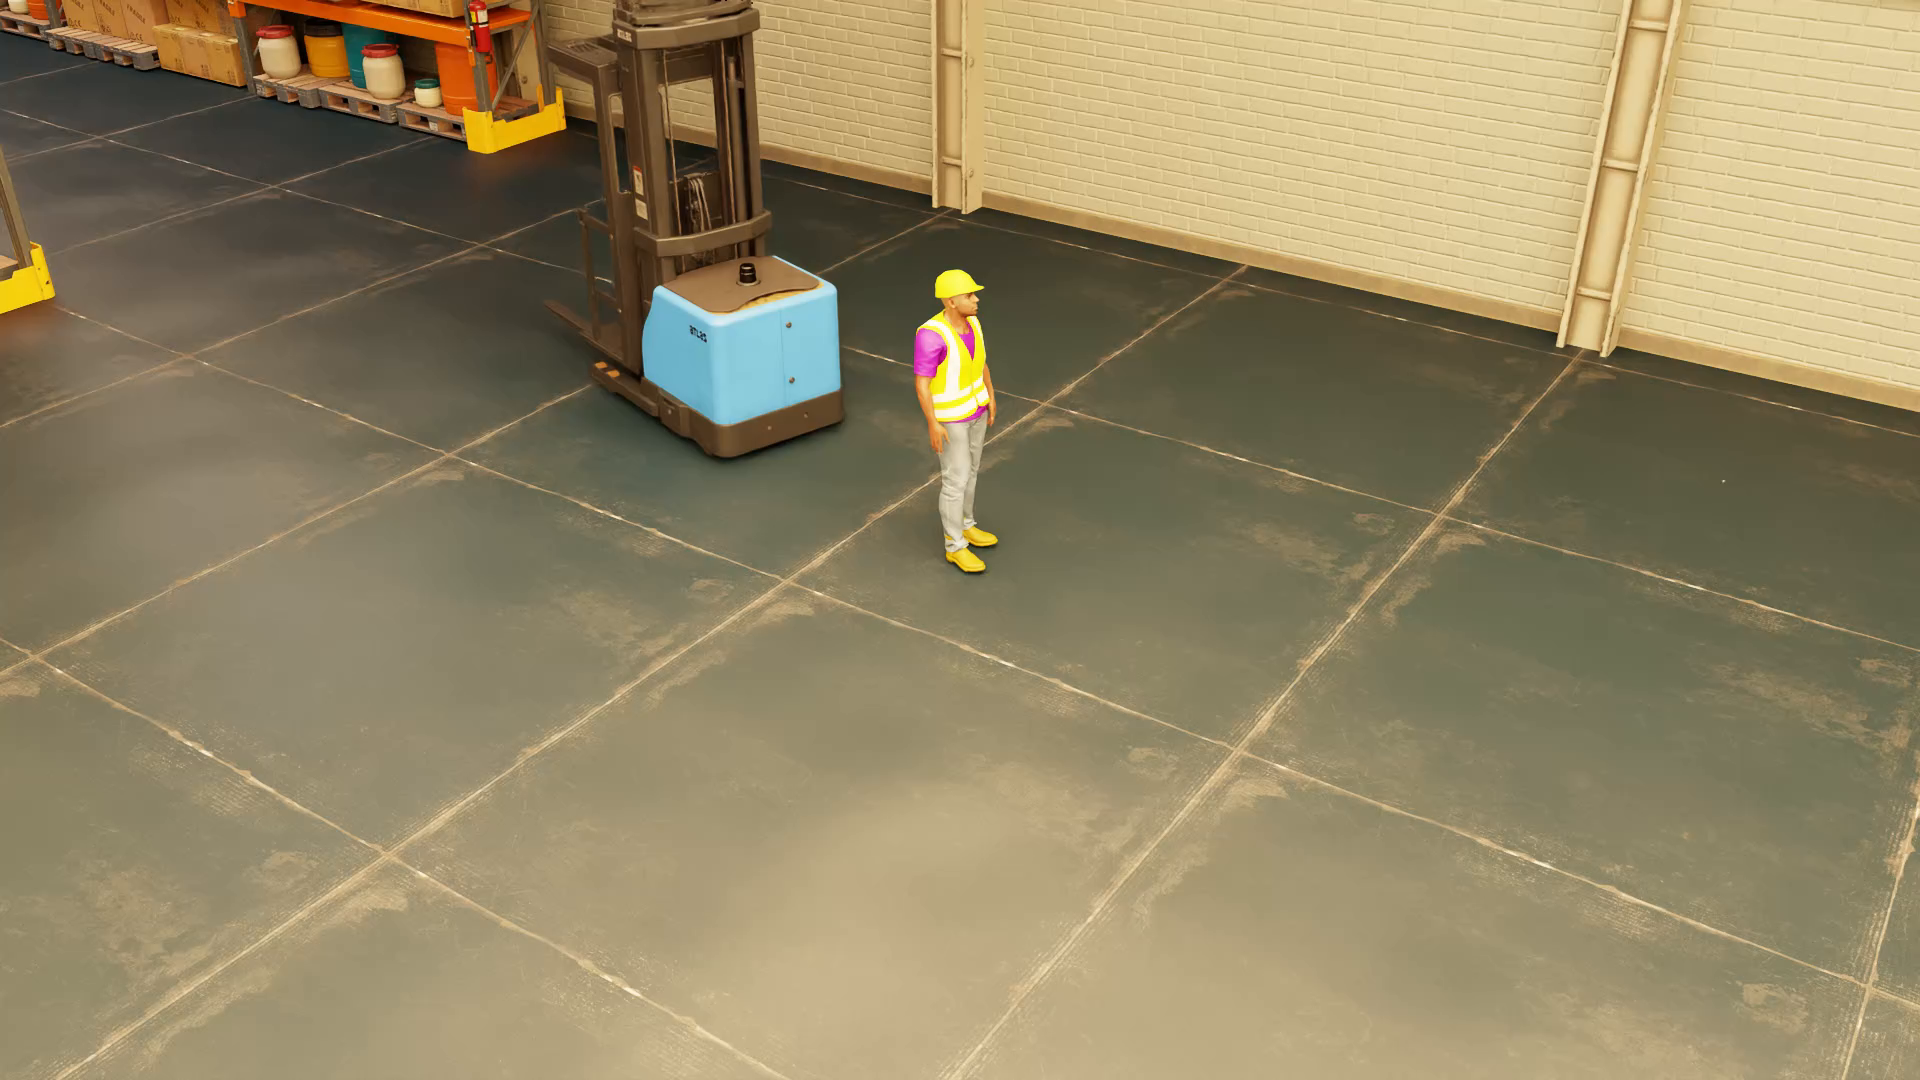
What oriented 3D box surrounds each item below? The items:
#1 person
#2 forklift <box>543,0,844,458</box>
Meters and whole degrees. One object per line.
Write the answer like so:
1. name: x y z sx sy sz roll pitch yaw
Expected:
1. person: 0.055 -0.745 10.017 0.575 1.761 0.666 19 35 29
2. forklift: -2.140 -2.502 11.890 1.130 2.935 3.031 -22 37 -33
